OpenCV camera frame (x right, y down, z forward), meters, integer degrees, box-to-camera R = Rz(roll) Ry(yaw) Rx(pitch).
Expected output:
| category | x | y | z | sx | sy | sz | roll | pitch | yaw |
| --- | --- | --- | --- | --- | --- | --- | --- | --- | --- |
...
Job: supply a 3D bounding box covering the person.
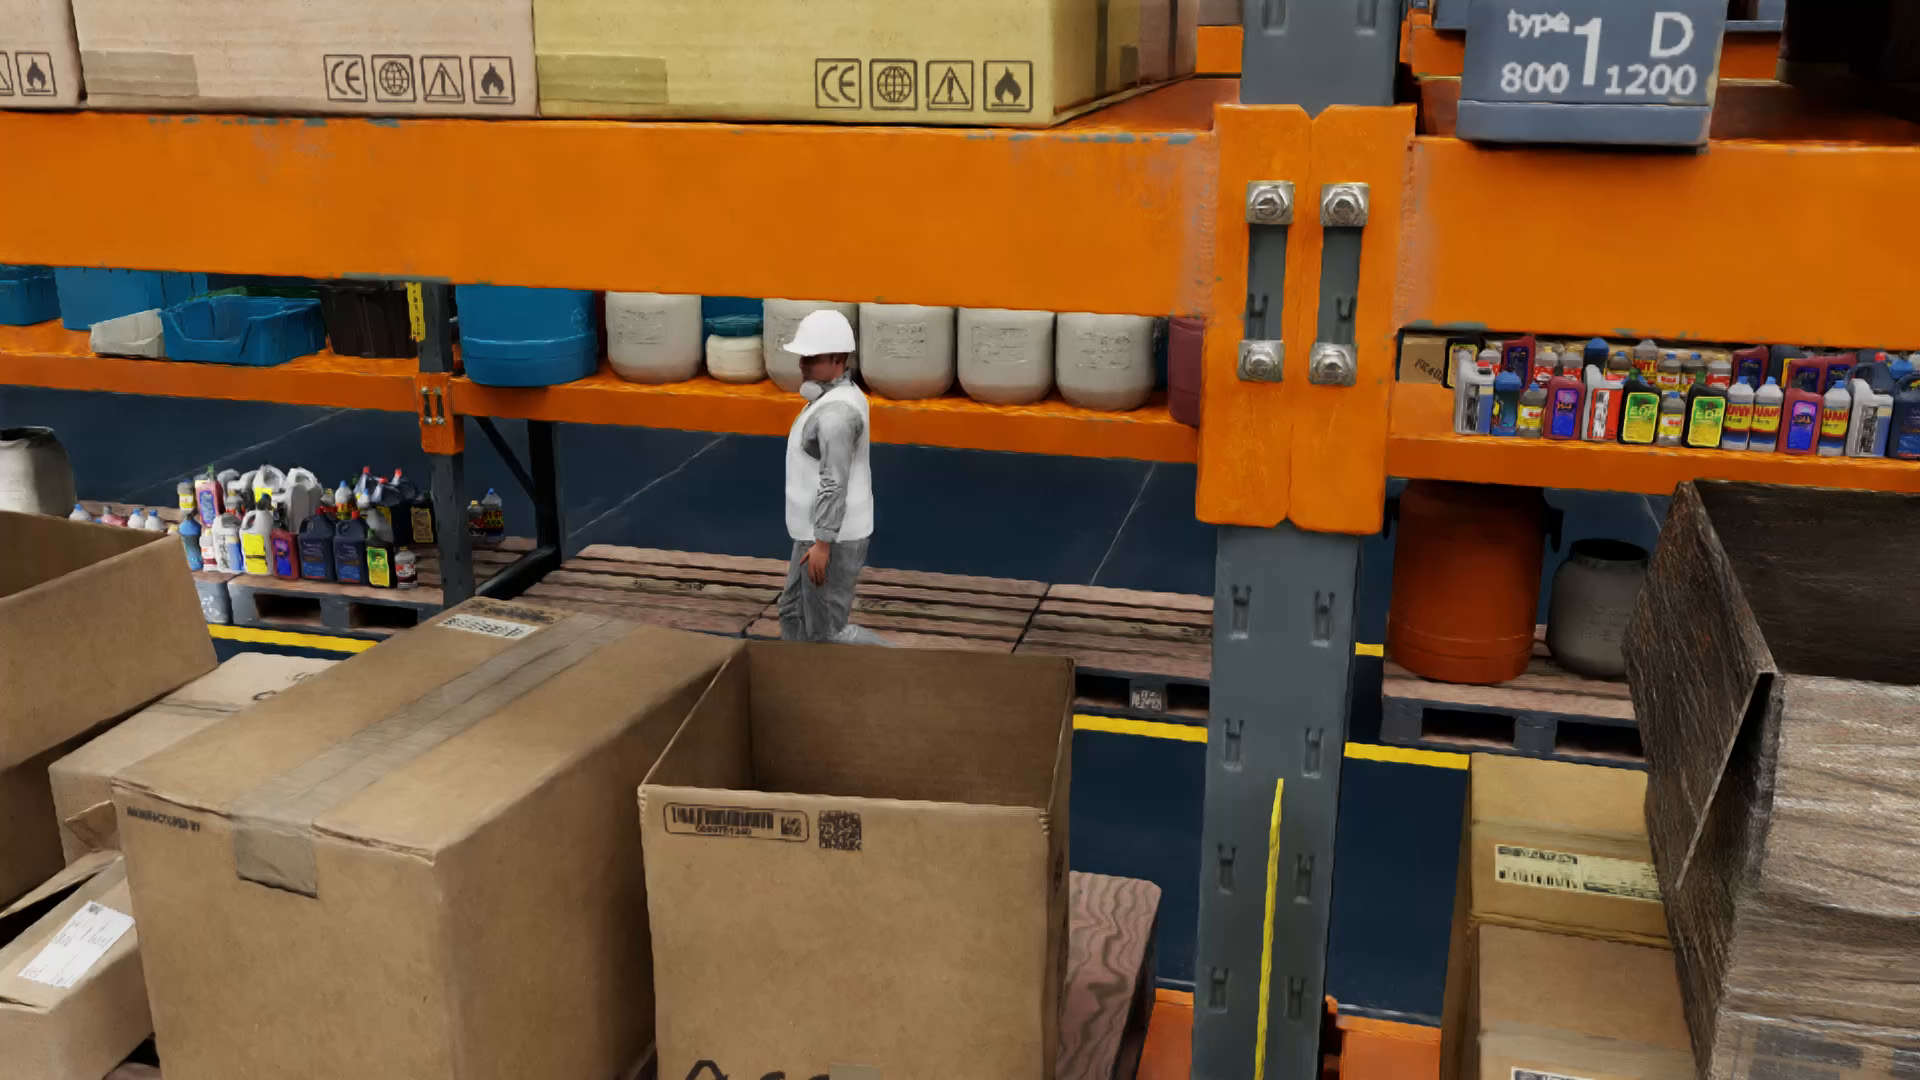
| category | x | y | z | sx | sy | sz | roll | pitch | yaw |
| --- | --- | --- | --- | --- | --- | --- | --- | --- | --- |
| person | -0.516 | -0.055 | 6.694 | 0.878 | 1.759 | 0.583 | 0 | 18 | 0 |
